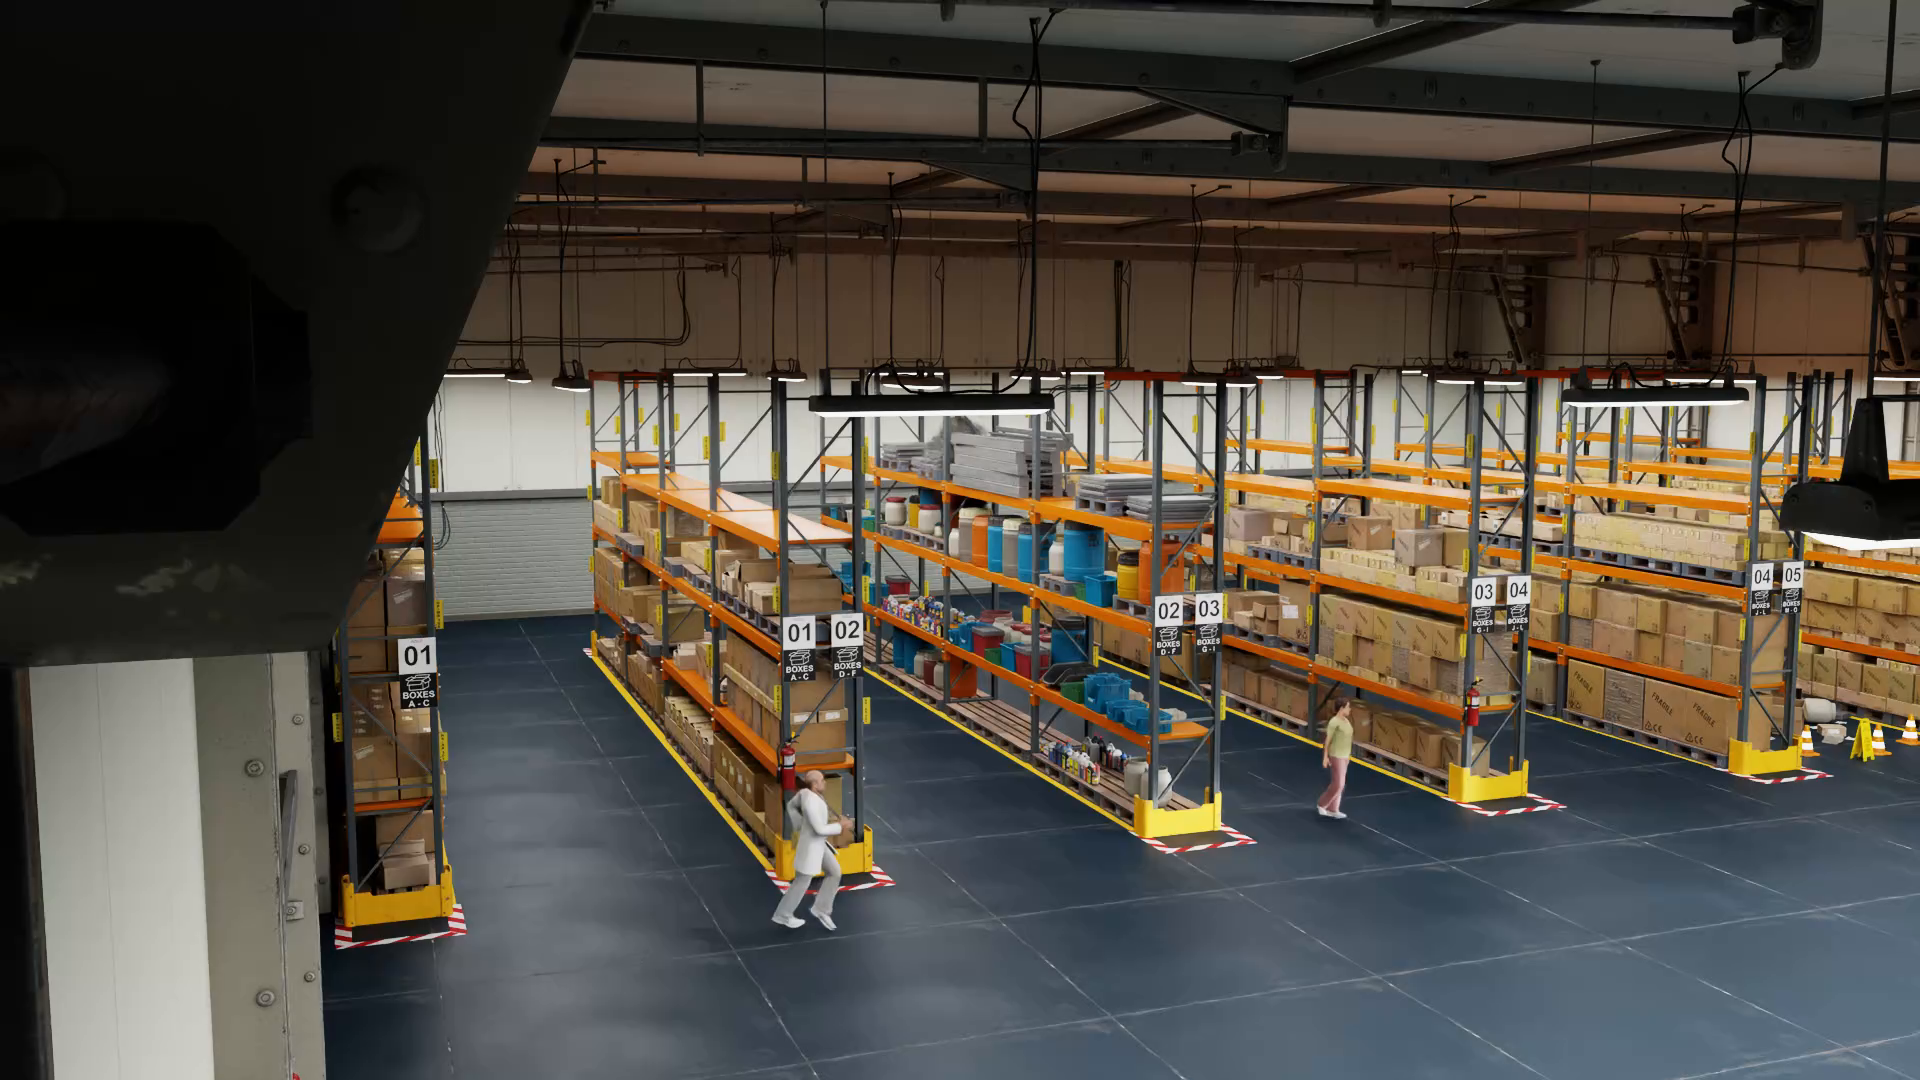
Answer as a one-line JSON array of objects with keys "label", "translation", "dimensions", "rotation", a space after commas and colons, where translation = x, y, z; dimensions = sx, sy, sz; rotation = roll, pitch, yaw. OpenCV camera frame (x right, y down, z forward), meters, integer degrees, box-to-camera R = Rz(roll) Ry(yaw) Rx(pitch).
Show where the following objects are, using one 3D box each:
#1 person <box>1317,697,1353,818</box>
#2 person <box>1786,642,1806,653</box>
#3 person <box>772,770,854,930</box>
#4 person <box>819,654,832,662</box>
[{"label": "person", "translation": [5.109, 2.968, 22.686], "dimensions": [0.425, 1.662, 0.544], "rotation": [5, 8, 35]}, {"label": "person", "translation": [16.523, 1.851, 32.518], "dimensions": [0.688, 1.741, 0.746], "rotation": [-4, 7, -29]}, {"label": "person", "translation": [-1.616, 3.424, 18.241], "dimensions": [0.911, 1.835, 0.645], "rotation": [0, 6, 2]}, {"label": "person", "translation": [-2.418, 2.091, 30.726], "dimensions": [0.659, 1.619, 0.901], "rotation": [-5, 8, -36]}]
